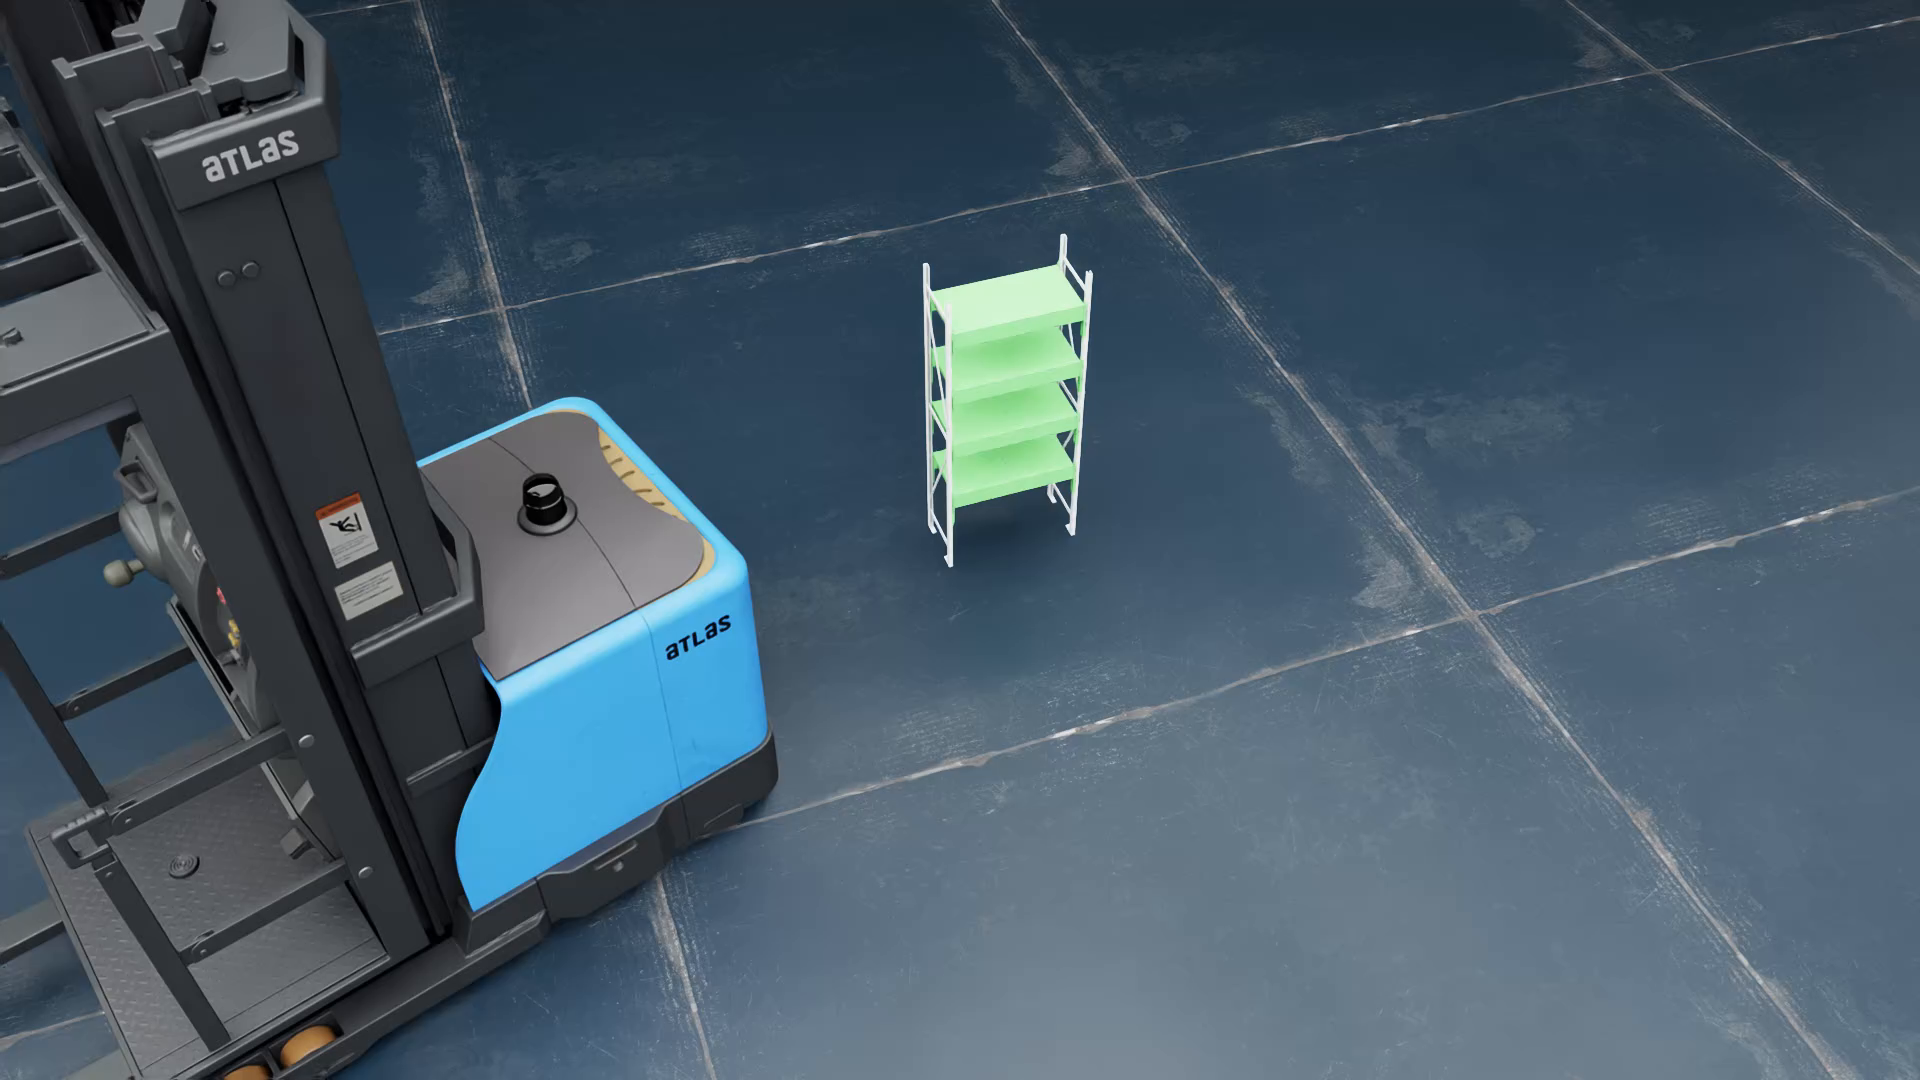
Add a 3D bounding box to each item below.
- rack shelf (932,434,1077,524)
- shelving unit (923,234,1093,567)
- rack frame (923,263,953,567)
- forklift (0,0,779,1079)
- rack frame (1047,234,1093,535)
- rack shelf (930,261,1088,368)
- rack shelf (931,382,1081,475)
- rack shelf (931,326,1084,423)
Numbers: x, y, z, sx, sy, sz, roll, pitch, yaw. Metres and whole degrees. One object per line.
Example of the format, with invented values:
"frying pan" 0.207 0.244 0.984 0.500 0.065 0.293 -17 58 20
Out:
"rack shelf" 0.156 -0.249 6.080 0.480 0.148 0.258 -14 47 -14
"shelving unit" 0.156 -0.463 5.865 0.503 1.200 0.258 -14 47 -14
"rack frame" -0.074 -0.405 5.806 0.015 1.200 0.240 -14 47 -14
"forklift" -2.062 0.160 4.021 3.031 2.935 1.130 -29 52 -26
"rack frame" 0.385 -0.522 5.923 0.015 1.200 0.240 -14 47 -14
"rack shelf" 0.156 -0.757 5.570 0.480 0.148 0.258 -14 47 -14
"rack shelf" 0.156 -0.418 5.910 0.480 0.148 0.258 -14 47 -14
"rack shelf" 0.156 -0.588 5.740 0.480 0.148 0.258 -14 47 -14
